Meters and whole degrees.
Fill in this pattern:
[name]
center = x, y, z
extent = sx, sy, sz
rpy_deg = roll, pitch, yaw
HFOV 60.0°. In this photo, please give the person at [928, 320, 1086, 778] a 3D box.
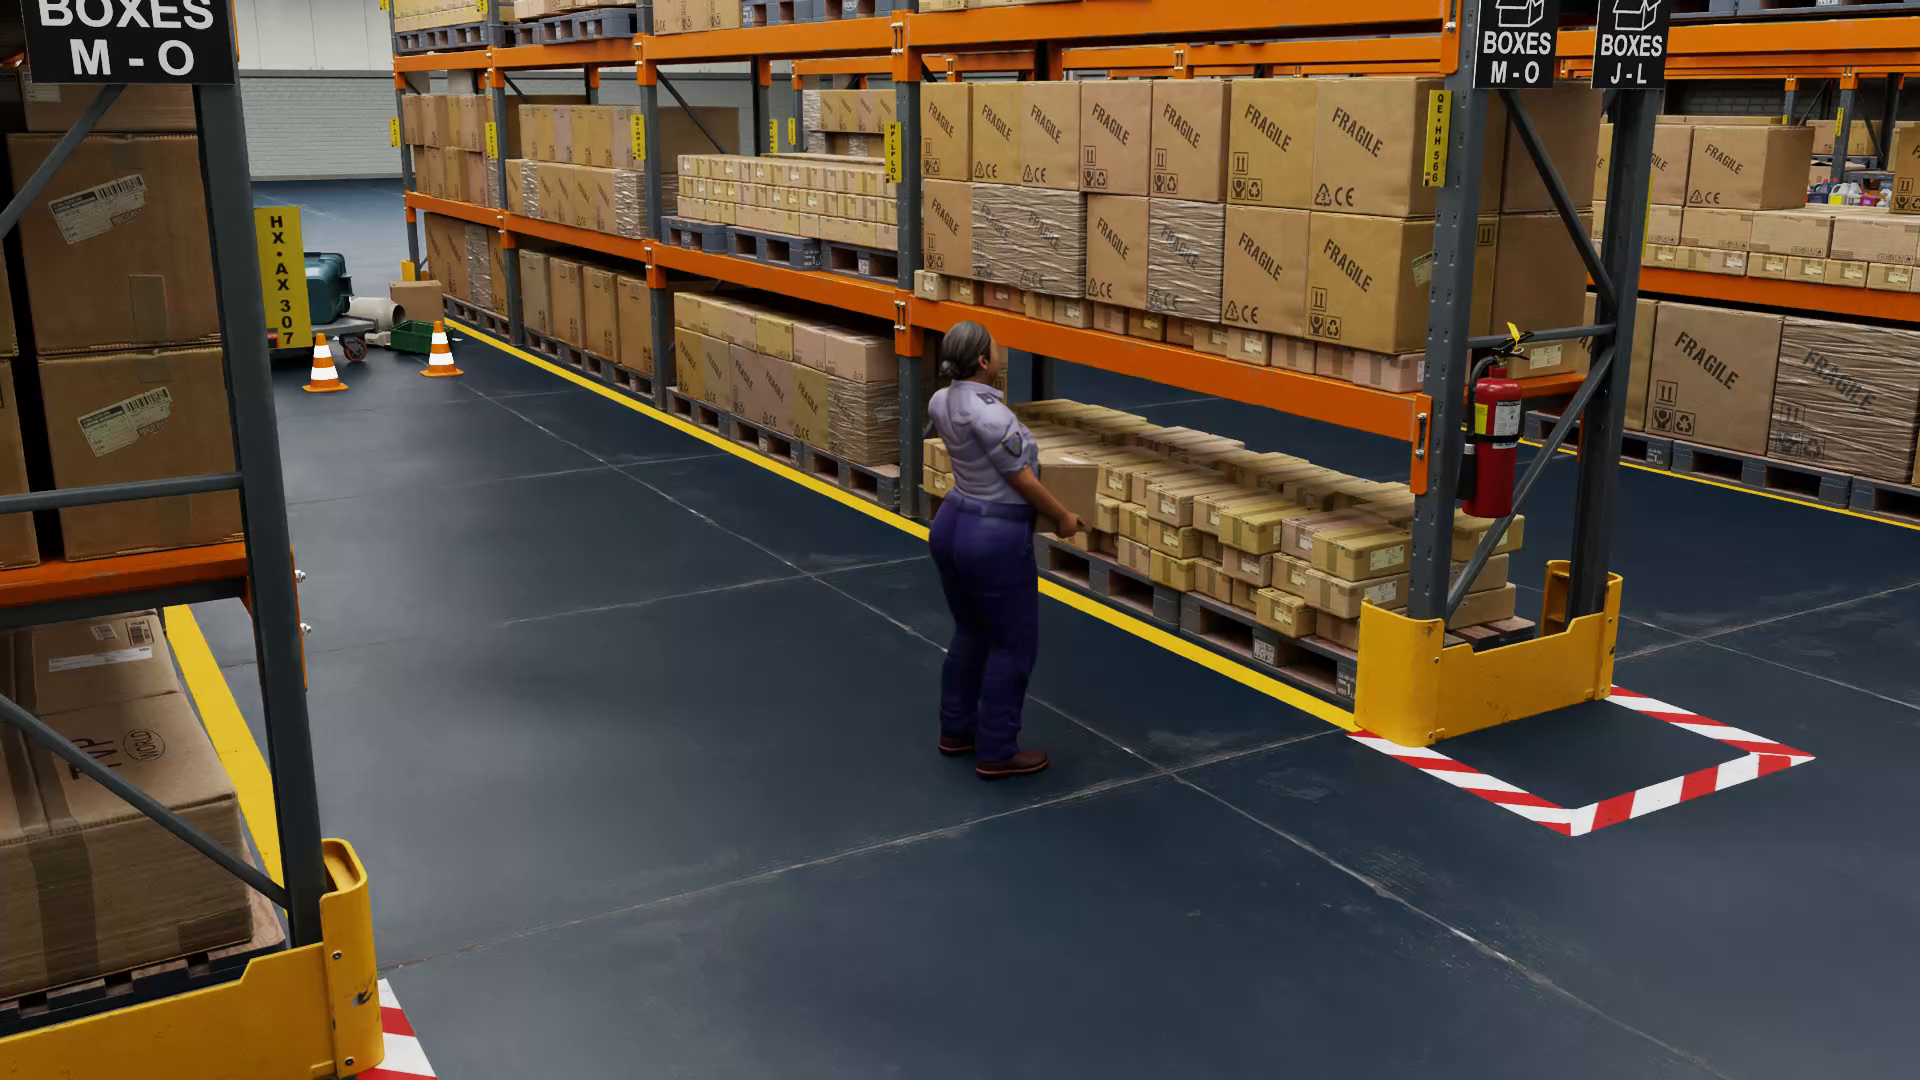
[person]
center = 0.158, 0.015, 6.010
extent = 0.518, 1.634, 0.452
rpy_deg = -9, 17, -29
